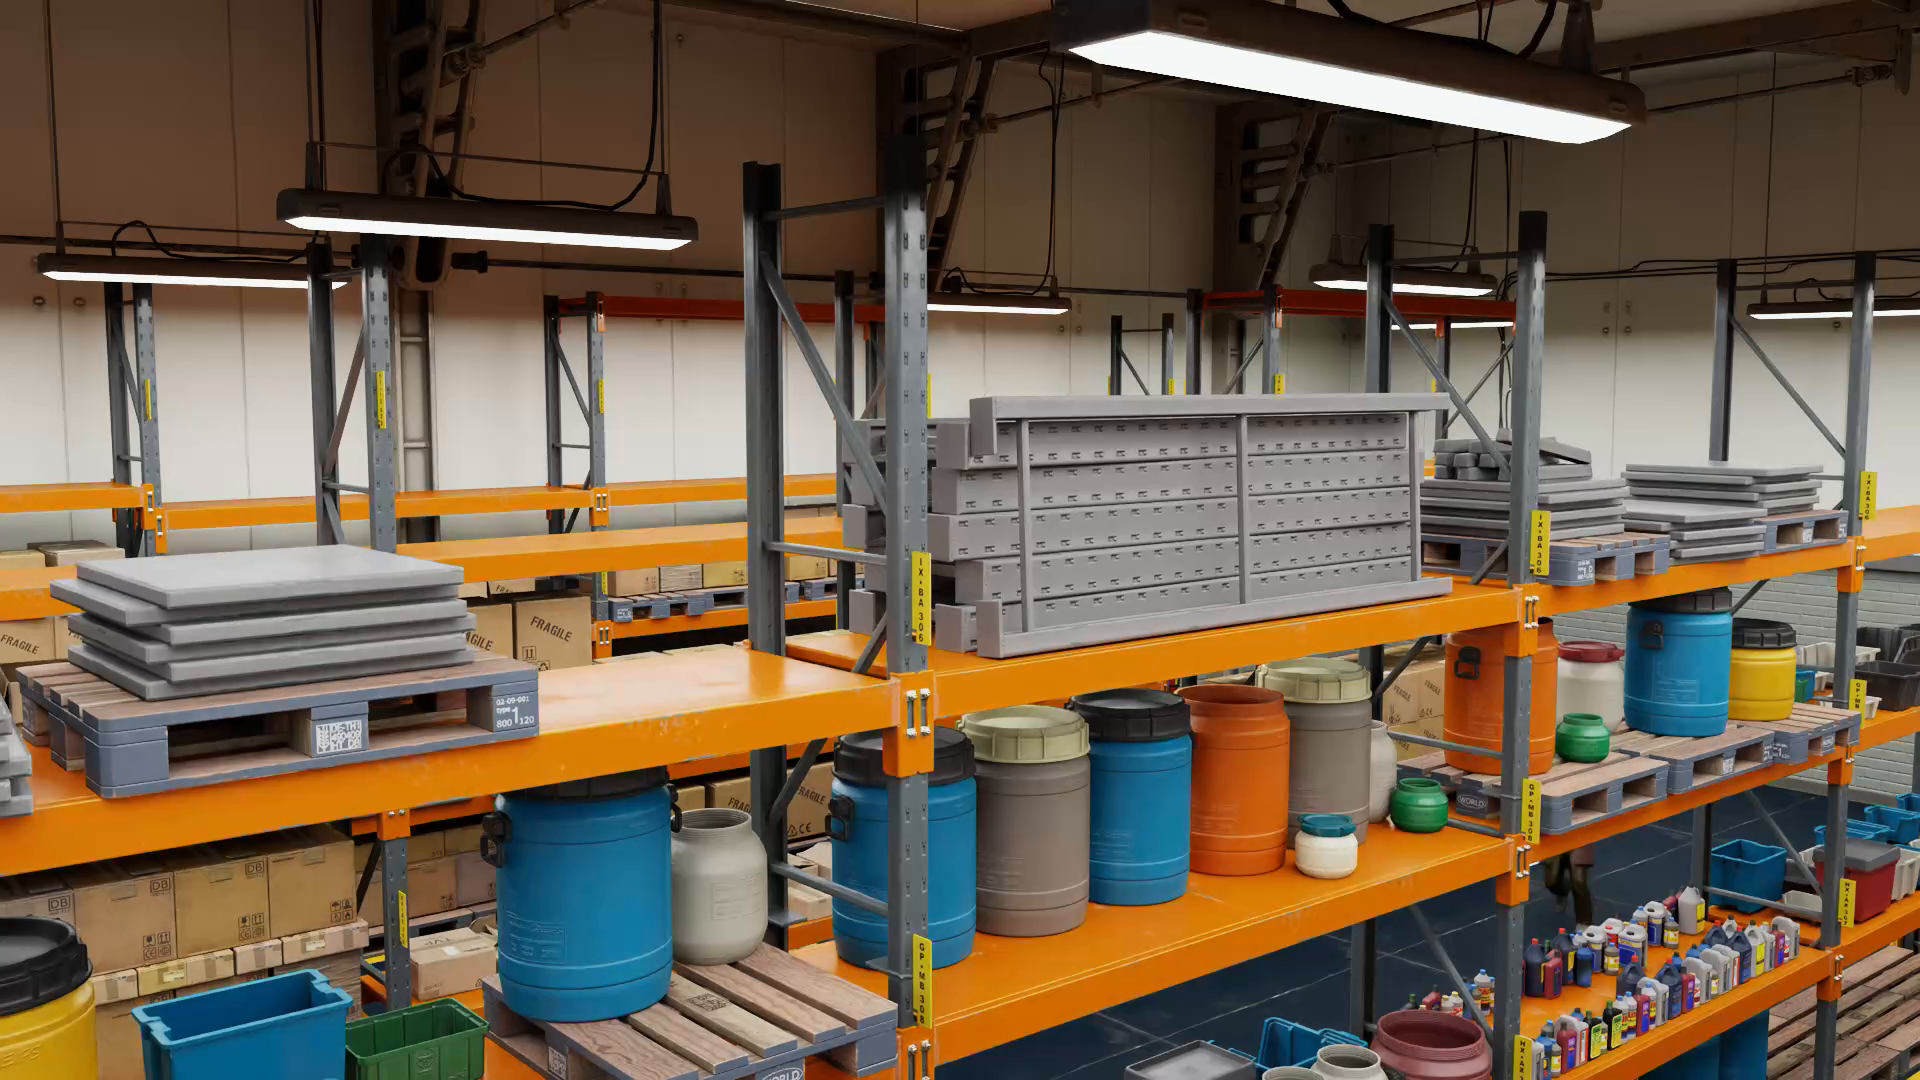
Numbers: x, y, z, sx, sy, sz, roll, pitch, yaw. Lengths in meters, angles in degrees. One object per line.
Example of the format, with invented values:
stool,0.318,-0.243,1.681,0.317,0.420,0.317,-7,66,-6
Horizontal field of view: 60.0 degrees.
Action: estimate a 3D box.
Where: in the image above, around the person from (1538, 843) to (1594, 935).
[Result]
person,5.727,2.821,15.749,0.726,1.704,0.627,3,6,32
